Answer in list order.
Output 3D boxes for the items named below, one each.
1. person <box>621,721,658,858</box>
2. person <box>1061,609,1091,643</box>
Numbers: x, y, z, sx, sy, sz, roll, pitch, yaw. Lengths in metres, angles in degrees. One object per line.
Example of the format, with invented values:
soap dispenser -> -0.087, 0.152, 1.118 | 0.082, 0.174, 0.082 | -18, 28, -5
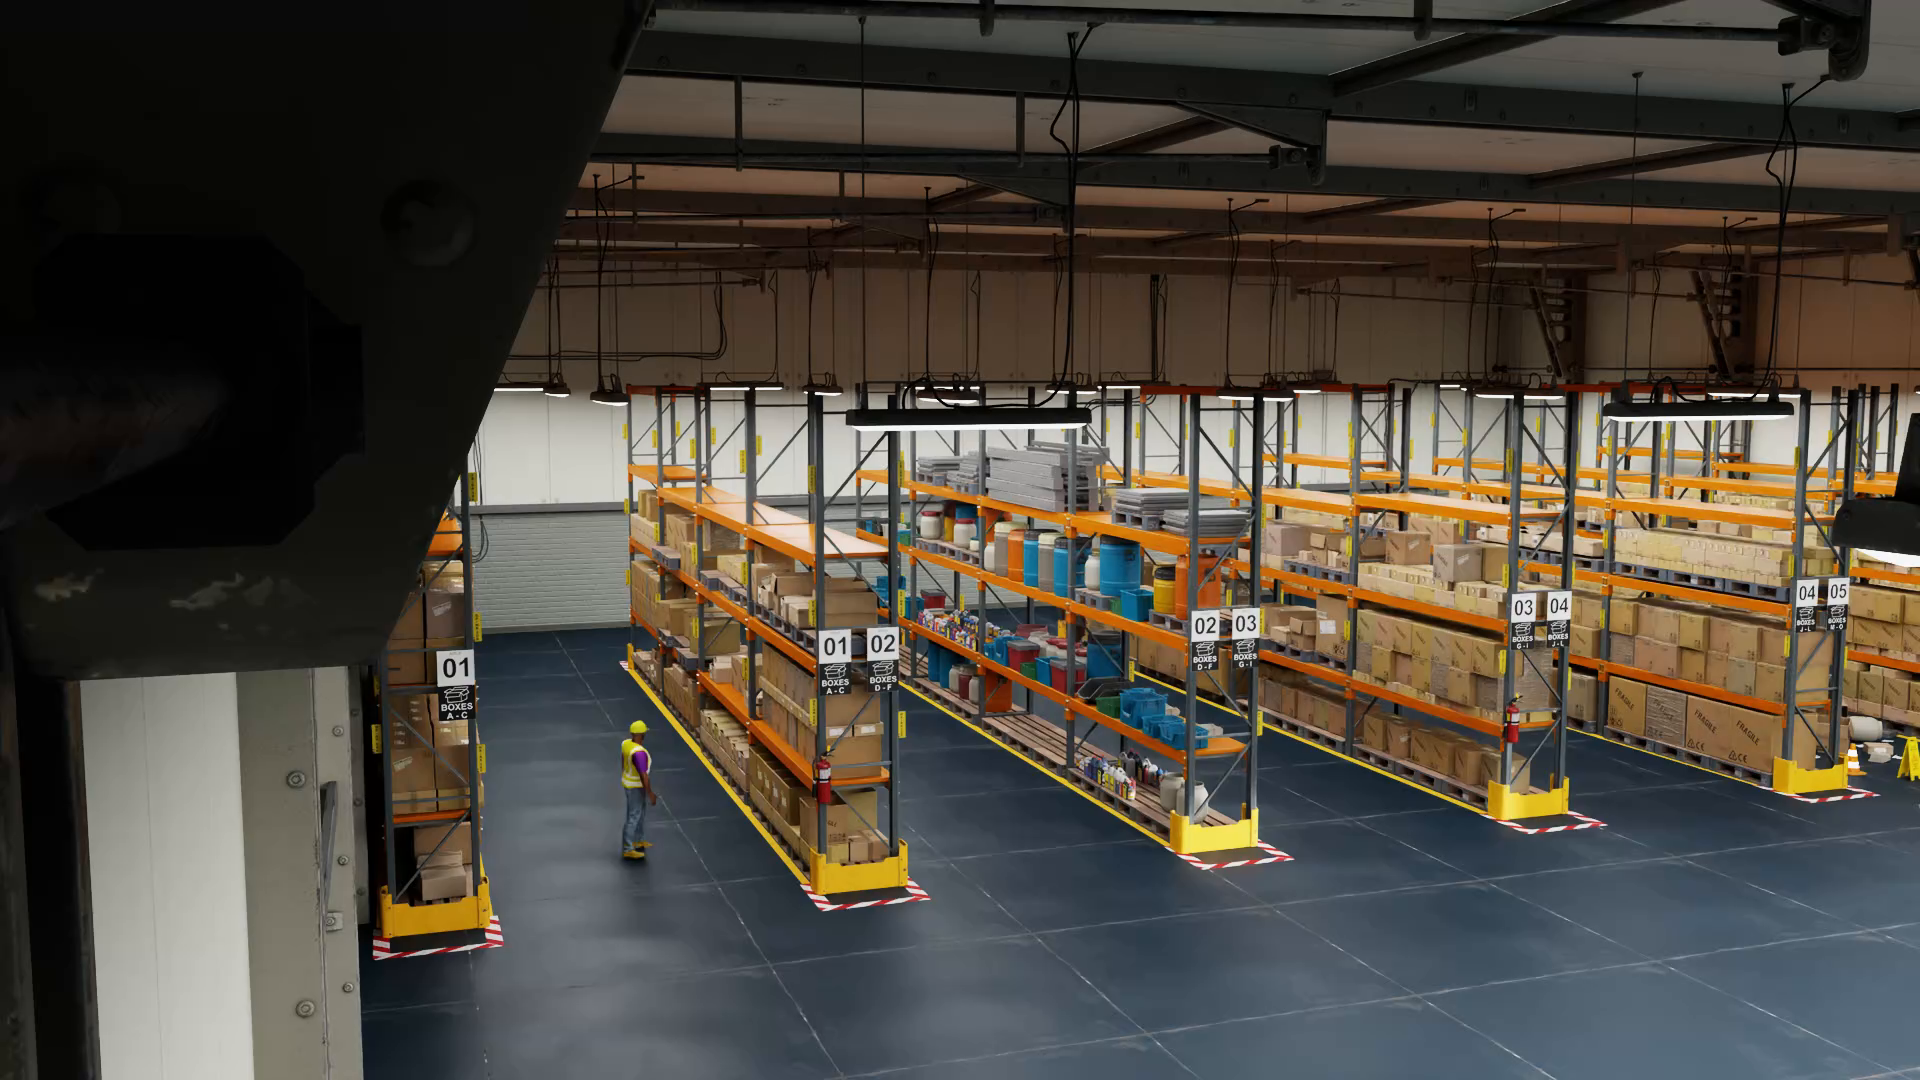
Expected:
person -> -4.210, 3.234, 21.681 | 0.484, 1.805, 0.690 | -2, 6, -18
person -> 2.474, 1.786, 34.791 | 0.568, 1.812, 0.947 | -2, 6, -16
